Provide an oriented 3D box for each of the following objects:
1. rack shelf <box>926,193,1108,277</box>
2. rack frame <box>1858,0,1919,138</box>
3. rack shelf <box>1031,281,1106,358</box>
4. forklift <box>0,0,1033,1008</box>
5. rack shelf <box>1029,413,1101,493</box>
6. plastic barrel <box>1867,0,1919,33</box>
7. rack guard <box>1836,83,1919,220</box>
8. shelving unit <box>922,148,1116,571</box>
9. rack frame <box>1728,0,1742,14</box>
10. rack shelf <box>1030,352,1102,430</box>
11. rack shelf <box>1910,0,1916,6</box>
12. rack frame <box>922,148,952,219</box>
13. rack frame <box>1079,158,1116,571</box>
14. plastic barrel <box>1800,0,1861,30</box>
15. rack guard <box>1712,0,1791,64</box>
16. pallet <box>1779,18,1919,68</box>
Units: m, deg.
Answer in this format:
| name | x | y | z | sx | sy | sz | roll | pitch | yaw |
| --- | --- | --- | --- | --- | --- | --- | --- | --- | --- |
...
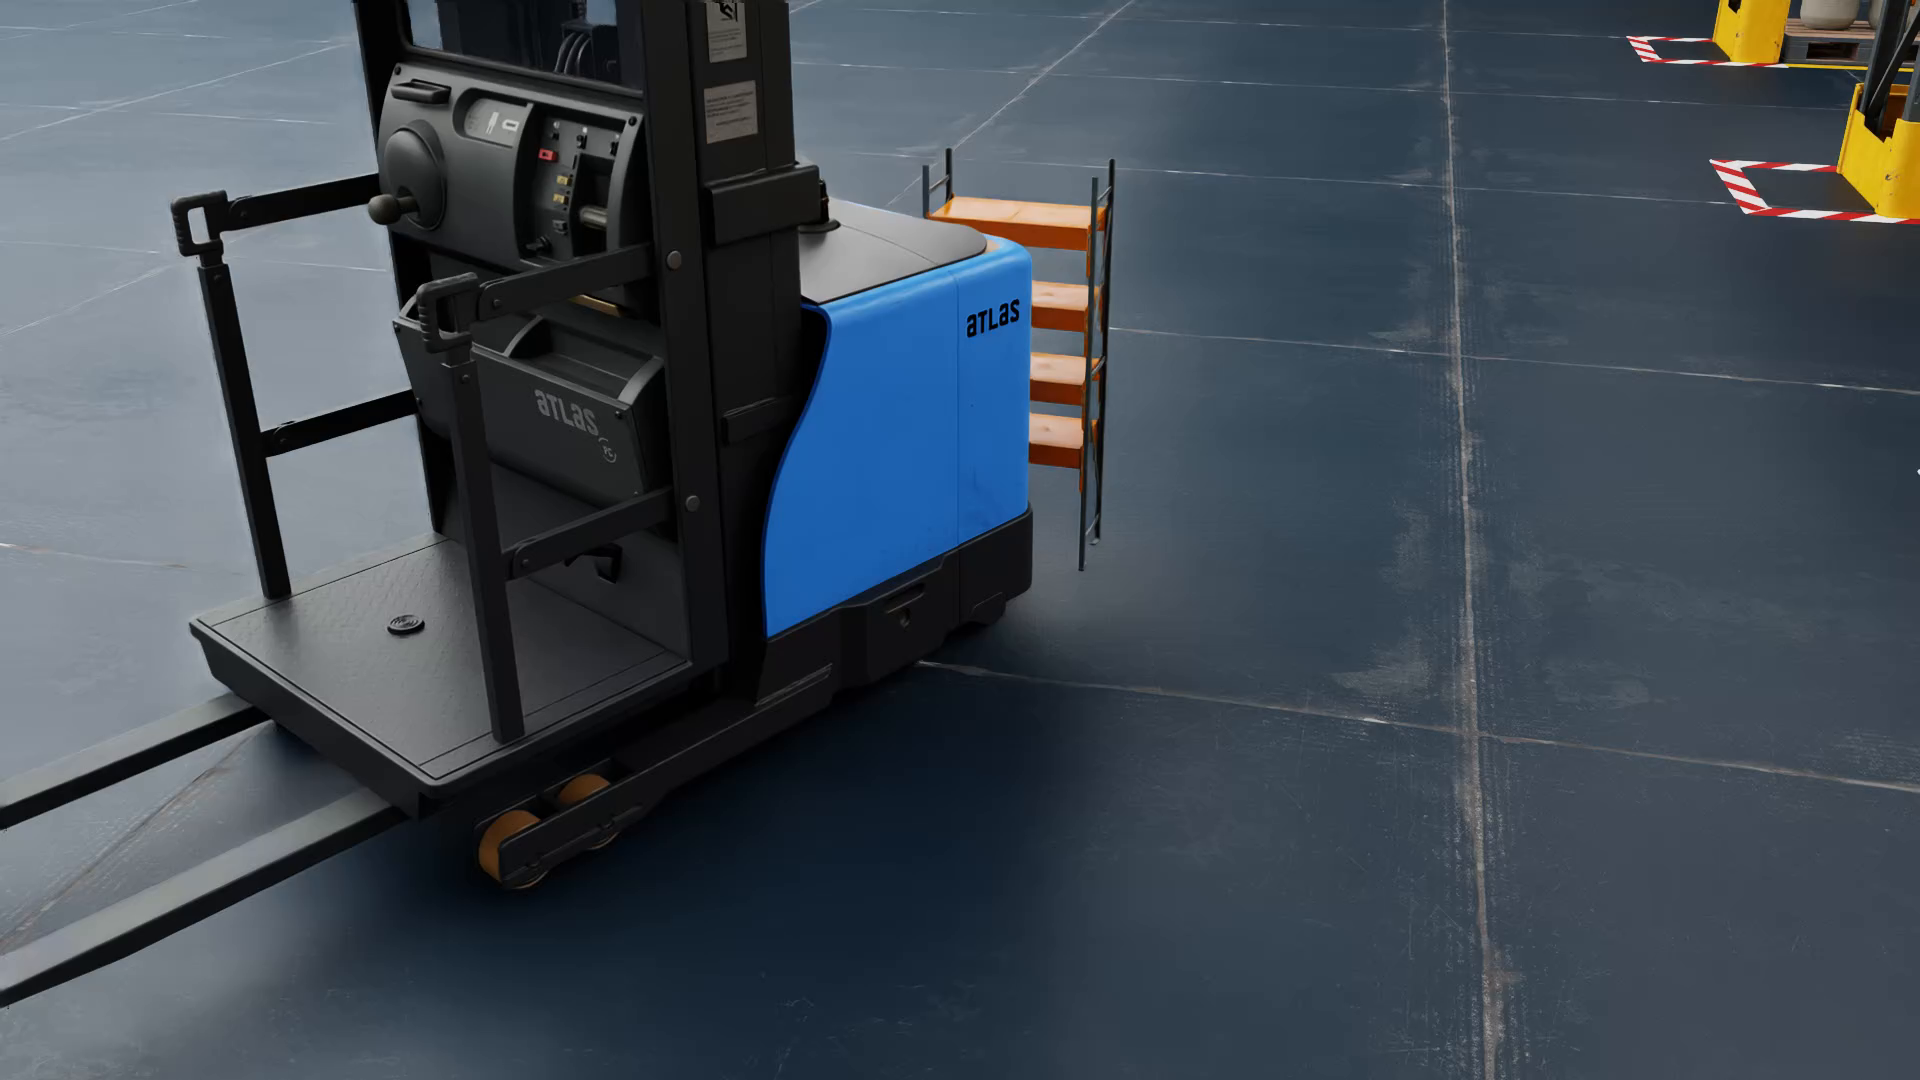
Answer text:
| name | x | y | z | sx | sy | sz | roll | pitch | yaw |
| --- | --- | --- | --- | --- | --- | --- | --- | --- | --- |
| rack shelf | 0.169 | -0.883 | 4.795 | 0.480 | 0.148 | 0.258 | 7 | 26 | 15 |
| rack frame | 5.144 | -3.307 | 8.706 | 0.127 | 3.000 | 1.000 | 6 | 26 | 13 |
| rack shelf | 0.169 | -0.669 | 4.897 | 0.480 | 0.148 | 0.258 | 7 | 26 | 15 |
| forklift | -1.149 | -0.806 | 3.533 | 1.130 | 2.935 | 3.031 | 21 | 33 | 37 |
| rack shelf | 0.169 | -0.288 | 5.078 | 0.480 | 0.148 | 0.258 | 7 | 26 | 15 |
| plastic barrel | 7.519 | -4.343 | 13.288 | 0.421 | 0.512 | 0.421 | 0 | 25 | 0 |
| rack guard | 5.217 | -2.170 | 9.226 | 0.348 | 0.500 | 1.175 | 6 | 26 | 13 |
| shelving unit | 0.169 | -0.528 | 4.964 | 0.503 | 1.200 | 0.258 | 7 | 26 | 15 |
| rack frame | 6.377 | -5.369 | 13.037 | 0.127 | 3.000 | 1.000 | 6 | 26 | 13 |
| rack shelf | 0.169 | -0.468 | 4.993 | 0.480 | 0.148 | 0.258 | 7 | 26 | 15 |
| rack shelf | 7.081 | -2.768 | 8.411 | 4.000 | 0.370 | 1.077 | 6 | 26 | 13 |
| rack frame | -0.064 | -0.559 | 5.028 | 0.015 | 1.200 | 0.240 | 7 | 26 | 15 |
| rack frame | 0.403 | -0.498 | 4.899 | 0.015 | 1.200 | 0.240 | 7 | 26 | 15 |
| plastic barrel | 7.034 | -4.396 | 13.400 | 0.421 | 0.512 | 0.421 | 0 | 25 | 0 |
| rack guard | 6.463 | -4.252 | 13.598 | 0.348 | 0.500 | 1.175 | 6 | 26 | 13 |
| pallet | 7.248 | -4.032 | 13.473 | 1.213 | 0.211 | 1.003 | 6 | 26 | 13 |
